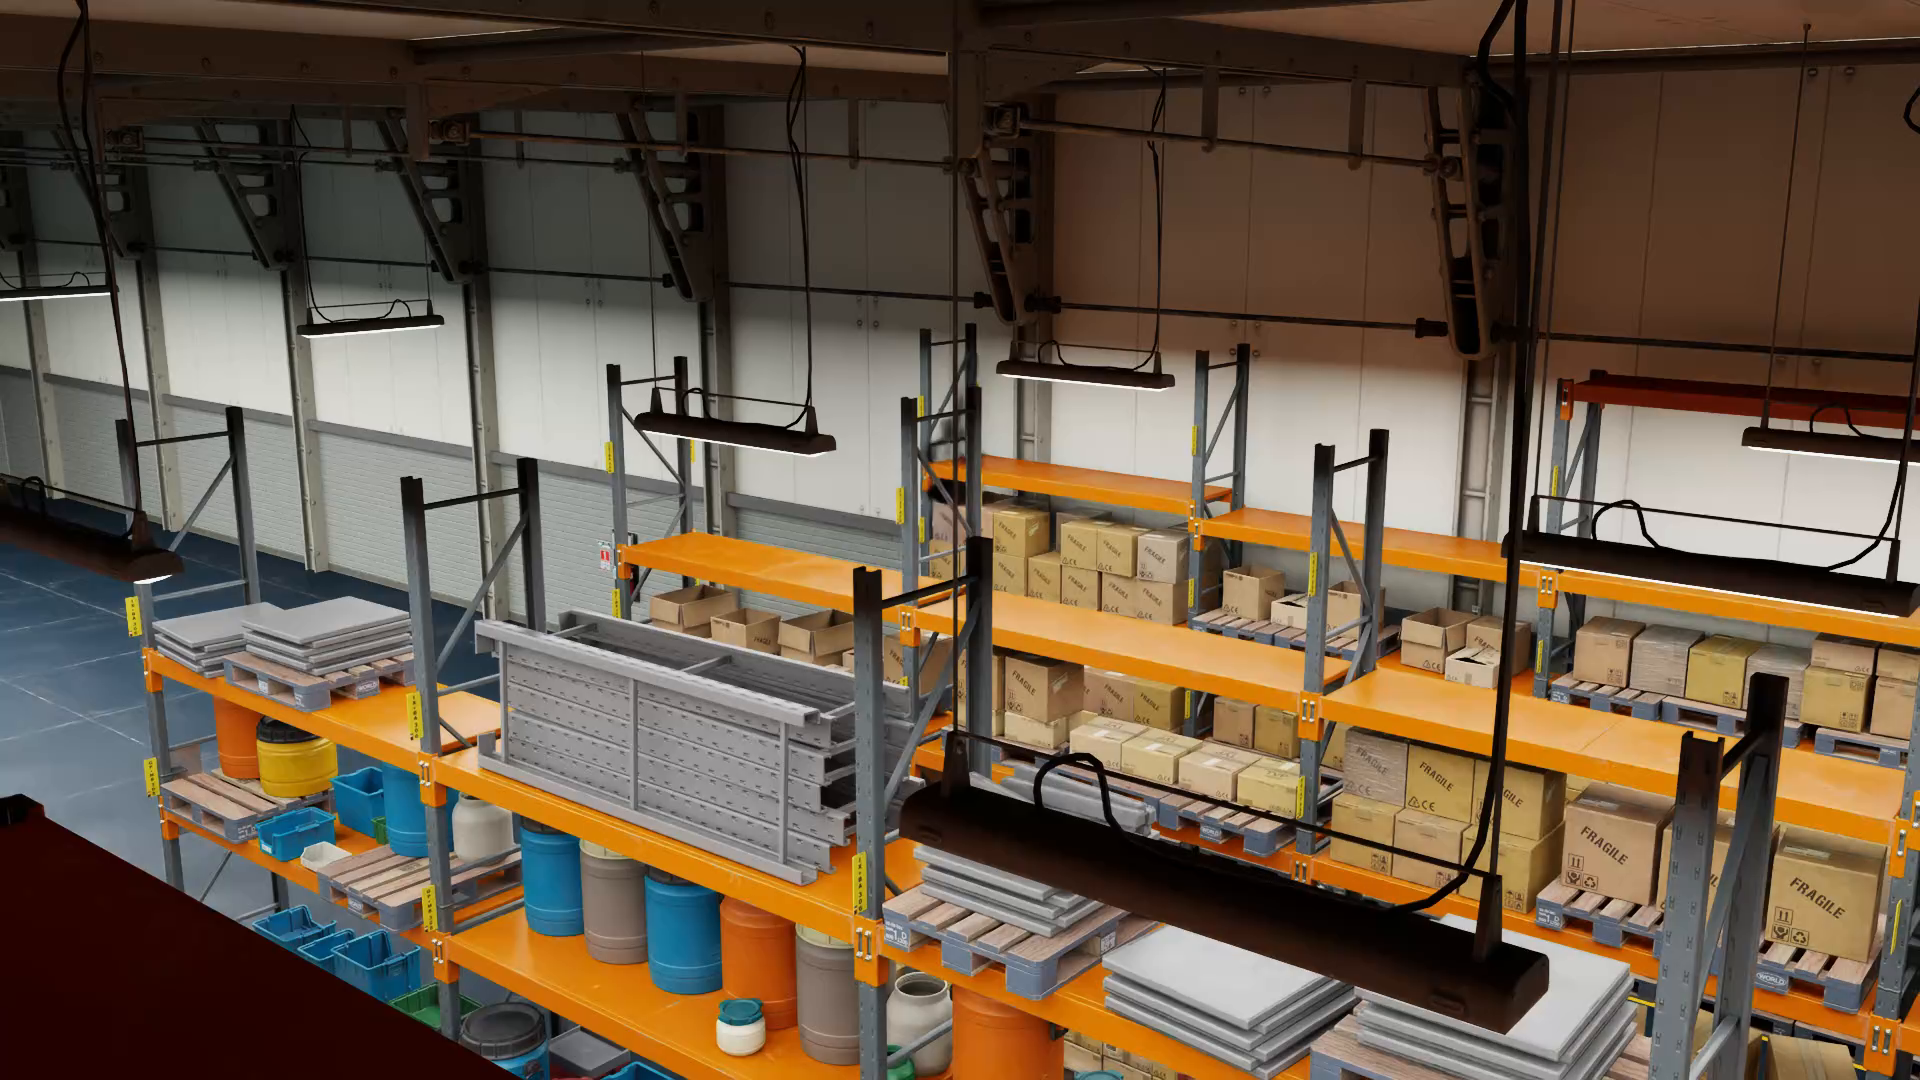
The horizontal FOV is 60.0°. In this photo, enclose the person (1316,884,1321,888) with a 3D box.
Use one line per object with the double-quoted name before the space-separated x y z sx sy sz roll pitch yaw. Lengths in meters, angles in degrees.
"person" 3.221 3.798 15.707 0.586 1.671 0.609 10 16 38
